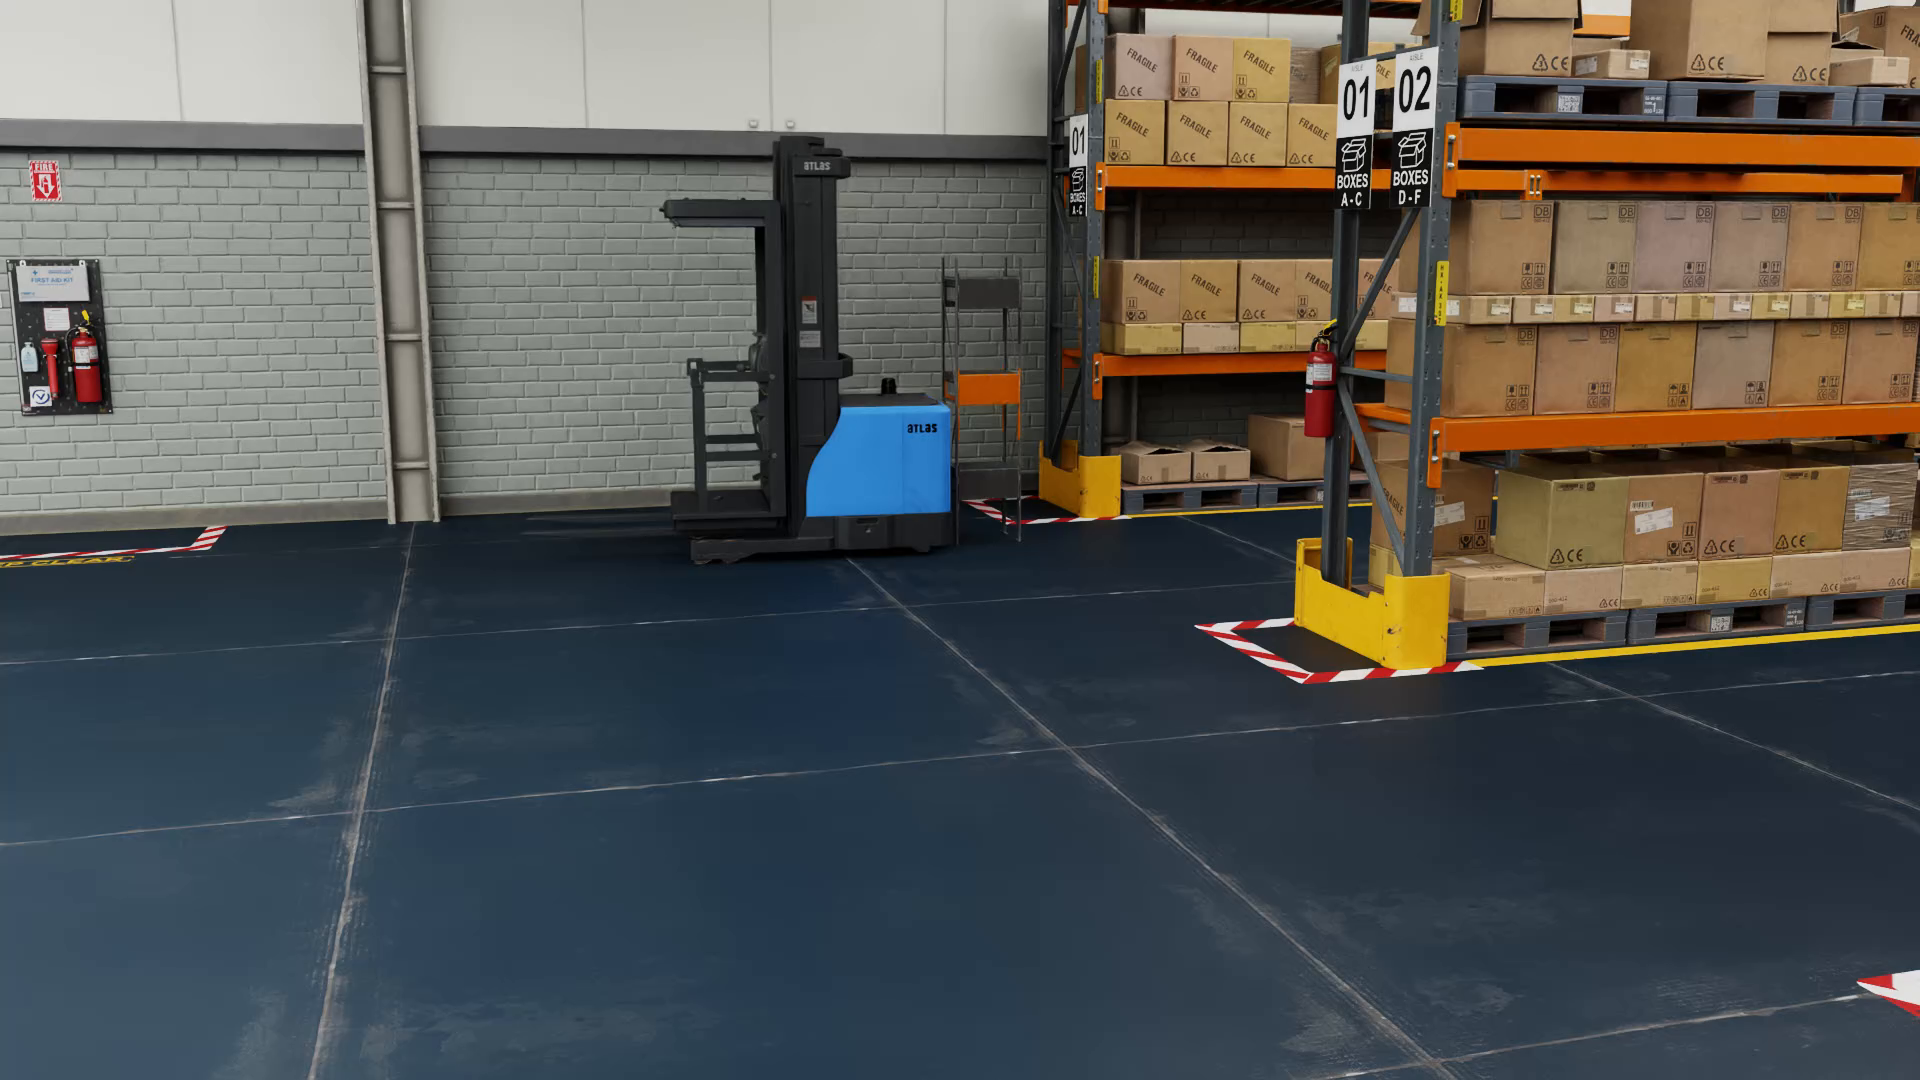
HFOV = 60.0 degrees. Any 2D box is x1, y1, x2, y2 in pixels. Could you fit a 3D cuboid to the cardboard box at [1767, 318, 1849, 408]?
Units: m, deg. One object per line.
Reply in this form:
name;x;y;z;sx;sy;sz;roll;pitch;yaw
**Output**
cardboard box;4.745;-1.071;9.802;0.500;0.500;0.700;-3;11;-15

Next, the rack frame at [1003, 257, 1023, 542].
rack frame;0.393;-1.053;12.469;0.015;2.100;0.400;-3;11;-16

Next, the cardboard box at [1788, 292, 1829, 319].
cardboard box;4.736;-1.351;9.532;0.250;0.149;0.380;-3;11;-14

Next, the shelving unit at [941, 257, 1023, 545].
shelving unit;0.159;-1.041;12.402;0.503;2.100;0.431;-3;11;-16

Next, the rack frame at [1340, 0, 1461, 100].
rack frame;2.316;-3.846;8.582;0.127;3.000;1.000;-3;11;-16

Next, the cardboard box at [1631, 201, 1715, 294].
cardboard box;3.806;-1.660;9.419;0.500;0.500;0.700;-3;11;-16

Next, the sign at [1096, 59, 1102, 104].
sign;1.080;-3.567;12.939;0.005;0.325;0.100;-3;11;-16

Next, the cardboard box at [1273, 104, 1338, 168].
cardboard box;2.850;-3.343;13.803;0.500;0.500;0.500;-2;11;-12

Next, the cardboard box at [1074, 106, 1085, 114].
cardboard box;1.258;-3.356;13.873;0.500;0.500;0.500;-2;11;-12

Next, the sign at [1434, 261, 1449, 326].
sign;2.465;-1.263;8.514;0.005;0.325;0.100;-3;11;-16

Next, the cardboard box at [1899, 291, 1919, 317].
cardboard box;5.467;-1.389;9.740;0.250;0.149;0.380;-3;11;-18

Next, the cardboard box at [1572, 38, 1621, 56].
cardboard box;3.348;-2.676;9.382;0.500;0.250;0.500;-3;11;-16

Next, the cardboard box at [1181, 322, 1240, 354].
cardboard box;1.980;-1.691;13.804;0.500;0.250;0.500;-3;11;-18

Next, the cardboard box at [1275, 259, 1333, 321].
cardboard box;2.938;-2.110;14.009;0.500;0.500;0.500;-3;11;-14

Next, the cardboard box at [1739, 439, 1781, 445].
cardboard box;7.405;-1.097;15.908;0.500;0.500;0.700;-3;11;-16

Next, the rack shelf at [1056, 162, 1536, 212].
rack shelf;2.848;-2.979;14.145;4.000;0.370;1.077;-3;11;-16

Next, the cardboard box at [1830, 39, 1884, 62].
cardboard box;5.081;-2.798;9.873;0.500;0.311;0.500;-4;11;-19

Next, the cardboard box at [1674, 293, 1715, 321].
cardboard box;3.989;-1.312;9.318;0.250;0.149;0.380;-3;11;-17

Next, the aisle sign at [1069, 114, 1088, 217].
aisle sign;0.943;-2.979;13.263;0.004;0.787;0.394;-3;11;-16

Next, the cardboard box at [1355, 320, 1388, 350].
cardboard box;3.439;-1.766;14.215;0.500;0.250;0.500;-3;11;-16

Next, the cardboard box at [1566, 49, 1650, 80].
cardboard box;3.495;-2.551;8.983;0.250;0.149;0.380;-3;11;-16

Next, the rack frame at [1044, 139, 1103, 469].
rack frame;0.928;-1.756;13.802;0.127;3.000;1.000;-3;11;-16

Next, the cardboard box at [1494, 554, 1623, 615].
cardboard box;3.372;0.236;9.414;0.500;0.250;0.500;-3;11;-16

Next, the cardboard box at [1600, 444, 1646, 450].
cardboard box;5.953;-1.021;15.495;0.500;0.500;0.700;-3;11;-17

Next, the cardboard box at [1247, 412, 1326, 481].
cardboard box;2.883;-0.820;14.405;0.500;0.500;0.700;-4;11;-20

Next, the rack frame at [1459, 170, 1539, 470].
rack frame;4.768;-1.959;14.901;0.127;3.000;1.000;-3;11;-16

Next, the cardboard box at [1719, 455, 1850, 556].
cardboard box;4.810;-0.210;9.767;0.500;0.500;0.500;-3;11;-16

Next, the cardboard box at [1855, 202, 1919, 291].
cardboard box;5.248;-1.736;9.830;0.500;0.500;0.700;-3;11;-16

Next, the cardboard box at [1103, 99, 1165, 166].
cardboard box;1.319;-3.264;13.375;0.500;0.500;0.500;-3;11;-14

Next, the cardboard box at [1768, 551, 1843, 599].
cardboard box;4.814;0.161;9.822;0.500;0.250;0.500;-3;11;-16

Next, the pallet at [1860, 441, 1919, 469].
pallet;9.387;-0.817;16.399;1.213;0.211;1.003;-3;11;-16

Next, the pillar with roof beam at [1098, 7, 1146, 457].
pillar with roof beam;2.561;-4.144;10.203;0.400;9.000;9.100;-3;11;-16

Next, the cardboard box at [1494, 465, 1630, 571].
cardboard box;3.373;-0.133;9.345;0.500;0.500;0.500;-3;11;-16

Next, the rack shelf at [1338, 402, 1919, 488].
rack shelf;4.236;-0.643;9.740;4.000;0.370;1.077;-3;11;-16

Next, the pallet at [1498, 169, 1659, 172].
pallet;5.391;-3.354;14.716;1.003;0.211;1.213;-3;11;-16

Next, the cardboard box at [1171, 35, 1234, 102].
cardboard box;1.861;-3.776;13.396;0.500;0.500;0.500;-3;11;-17

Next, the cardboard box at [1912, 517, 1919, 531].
cardboard box;6.474;-0.023;10.823;0.500;0.250;0.500;-3;11;-16

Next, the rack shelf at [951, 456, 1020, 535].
rack shelf;0.159;-0.339;12.531;0.480;0.518;0.431;-3;11;-16

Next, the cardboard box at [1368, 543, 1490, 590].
cardboard box;2.748;0.172;9.763;0.500;0.250;0.500;-3;11;-16

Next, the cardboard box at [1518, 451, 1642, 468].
cardboard box;3.704;-0.250;9.985;0.500;0.500;0.500;-3;11;-16

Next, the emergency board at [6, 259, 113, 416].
emergency board;-6.786;-1.520;12.519;0.643;1.169;0.194;-3;11;-16

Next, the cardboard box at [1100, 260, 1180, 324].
cardboard box;1.470;-2.033;13.593;0.500;0.500;0.500;-3;11;-16

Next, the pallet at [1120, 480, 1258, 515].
pallet;1.791;-0.424;14.265;1.213;0.211;1.003;-3;11;-16

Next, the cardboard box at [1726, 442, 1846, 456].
cardboard box;5.146;-0.325;10.391;0.500;0.500;0.500;-3;11;-16

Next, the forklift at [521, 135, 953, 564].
forklift;-1.620;-1.376;11.924;3.031;2.935;1.130;-2;11;-10

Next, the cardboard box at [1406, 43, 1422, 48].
cardboard box;3.837;-3.882;13.973;0.500;0.500;0.500;-2;11;-13

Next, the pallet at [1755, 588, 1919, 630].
pallet;5.381;0.306;10.298;1.213;0.211;1.003;-3;11;-16

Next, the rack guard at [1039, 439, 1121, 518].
rack guard;1.001;-0.531;14.049;0.348;0.500;1.175;-3;11;-16

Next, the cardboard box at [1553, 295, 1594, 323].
cardboard box;3.246;-1.272;9.104;0.250;0.149;0.380;-3;11;-16

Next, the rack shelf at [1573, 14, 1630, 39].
rack shelf;6.689;-4.460;15.009;4.000;0.370;1.077;-3;11;-16

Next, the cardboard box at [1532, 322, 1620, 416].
cardboard box;3.271;-0.993;9.381;0.500;0.500;0.700;-3;11;-14

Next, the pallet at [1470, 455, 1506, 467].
pallet;5.516;-0.627;15.369;1.213;0.211;1.003;-3;11;-16
